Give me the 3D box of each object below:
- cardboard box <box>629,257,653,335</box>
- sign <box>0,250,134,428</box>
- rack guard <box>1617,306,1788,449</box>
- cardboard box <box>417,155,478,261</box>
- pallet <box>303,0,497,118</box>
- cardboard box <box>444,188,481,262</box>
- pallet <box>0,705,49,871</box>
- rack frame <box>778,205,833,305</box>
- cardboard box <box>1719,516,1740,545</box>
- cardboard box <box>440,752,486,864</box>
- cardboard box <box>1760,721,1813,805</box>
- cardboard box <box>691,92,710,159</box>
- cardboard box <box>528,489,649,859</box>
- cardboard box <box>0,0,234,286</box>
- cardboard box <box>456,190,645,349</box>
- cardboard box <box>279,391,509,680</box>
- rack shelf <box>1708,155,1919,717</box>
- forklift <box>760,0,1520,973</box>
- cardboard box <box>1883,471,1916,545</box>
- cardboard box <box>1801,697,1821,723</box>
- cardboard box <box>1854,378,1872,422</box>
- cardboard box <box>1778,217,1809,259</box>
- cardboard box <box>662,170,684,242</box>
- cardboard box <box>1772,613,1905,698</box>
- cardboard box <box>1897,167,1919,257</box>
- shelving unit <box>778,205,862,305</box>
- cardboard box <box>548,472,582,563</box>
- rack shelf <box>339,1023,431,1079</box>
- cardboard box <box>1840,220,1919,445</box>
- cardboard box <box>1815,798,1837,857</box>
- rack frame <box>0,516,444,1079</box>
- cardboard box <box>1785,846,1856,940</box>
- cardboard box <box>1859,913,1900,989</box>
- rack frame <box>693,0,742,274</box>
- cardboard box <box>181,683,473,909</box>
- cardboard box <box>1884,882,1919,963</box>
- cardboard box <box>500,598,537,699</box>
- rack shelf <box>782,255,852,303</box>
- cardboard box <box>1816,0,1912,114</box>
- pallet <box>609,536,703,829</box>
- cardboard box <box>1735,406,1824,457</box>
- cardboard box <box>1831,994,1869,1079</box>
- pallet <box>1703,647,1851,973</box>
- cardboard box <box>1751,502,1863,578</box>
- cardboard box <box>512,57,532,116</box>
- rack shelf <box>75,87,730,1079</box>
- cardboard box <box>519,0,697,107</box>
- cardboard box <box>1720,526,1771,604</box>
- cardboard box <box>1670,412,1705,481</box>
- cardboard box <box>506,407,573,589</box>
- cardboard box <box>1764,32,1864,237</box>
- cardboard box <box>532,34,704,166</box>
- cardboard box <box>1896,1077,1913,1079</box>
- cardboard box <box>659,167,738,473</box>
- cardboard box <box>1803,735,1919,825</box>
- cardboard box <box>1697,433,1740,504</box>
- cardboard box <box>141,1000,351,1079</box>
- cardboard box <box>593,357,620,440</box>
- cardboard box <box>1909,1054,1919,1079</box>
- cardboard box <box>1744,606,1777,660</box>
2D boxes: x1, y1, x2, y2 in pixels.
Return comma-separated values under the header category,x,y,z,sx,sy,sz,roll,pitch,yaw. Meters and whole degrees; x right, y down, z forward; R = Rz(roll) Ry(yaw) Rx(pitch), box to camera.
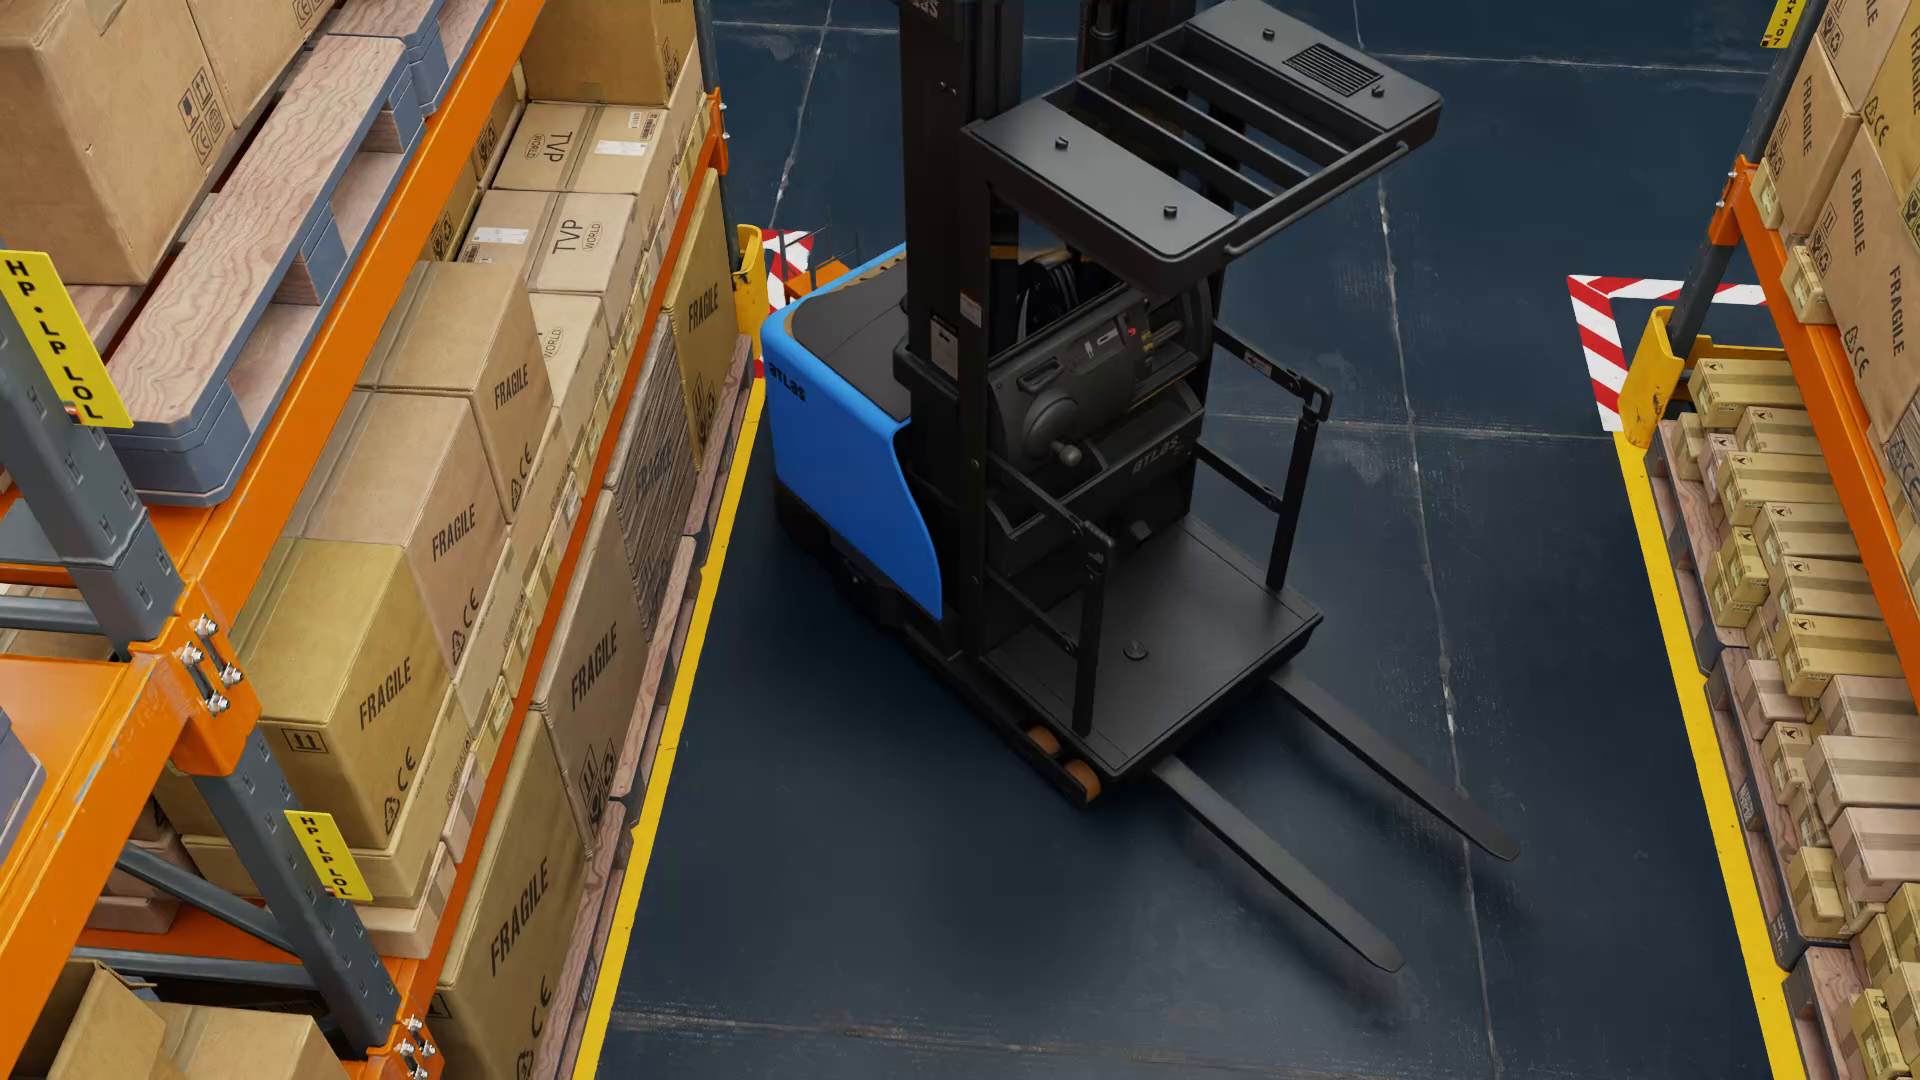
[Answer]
category,x,y,z,sx,sy,sz,roll,pitch,yaw
cardboard box,-1.262,-0.839,5.654,0.380,0.149,0.250,3,48,3
sign,-1.289,-0.282,2.379,0.100,0.325,0.005,4,48,4
rack guard,3.457,-0.651,7.006,1.175,0.500,0.348,4,48,4
cardboard box,-1.866,-1.178,5.186,0.500,0.500,0.500,3,48,2
pallet,-1.632,-1.495,4.112,1.003,0.211,1.213,4,48,4
cardboard box,-1.869,-0.922,5.460,0.500,0.250,0.500,2,48,2
pallet,-1.865,0.711,2.164,0.805,0.209,1.217,2,48,2
rack frame,-0.584,-0.799,6.668,0.240,1.200,0.006,-33,56,-27
cardboard box,3.139,0.015,6.351,0.380,0.149,0.250,4,48,4
cardboard box,-1.449,0.678,4.267,0.380,0.149,0.250,2,48,2
cardboard box,2.970,0.772,5.659,0.380,0.149,0.250,4,48,4
cardboard box,-1.171,-1.589,6.341,0.380,0.149,0.250,5,48,4
cardboard box,-1.609,0.416,5.492,0.875,0.875,0.875,4,48,4
cardboard box,-1.819,-0.819,3.014,0.700,0.500,0.500,1,48,1
cardboard box,-1.339,-0.887,5.428,0.500,0.250,0.500,2,48,2
cardboard box,-1.480,-0.017,4.125,0.500,0.500,0.500,4,48,4
rack shelf,3.282,0.162,5.056,1.077,0.370,4.000,4,48,4
forklift,0.607,-0.482,5.204,1.130,2.935,3.031,-33,56,-27
cardboard box,3.017,-0.099,4.978,0.380,0.149,0.250,5,48,5
cardboard box,3.101,0.506,5.700,0.380,0.149,0.250,6,48,6
cardboard box,3.112,-0.468,5.315,0.380,0.149,0.250,3,48,3
cardboard box,3.126,-1.059,5.856,0.380,0.149,0.250,5,48,5
cardboard box,-1.217,-1.213,5.997,0.380,0.149,0.250,4,48,4
cardboard box,2.978,0.400,5.595,0.380,0.149,0.250,5,48,4
cardboard box,3.049,-0.958,4.646,0.500,0.500,0.500,3,48,3
shelving unit,-0.523,-0.749,6.622,0.258,1.200,0.189,-33,56,-27
cardboard box,-1.355,-0.081,4.962,0.380,0.149,0.250,4,48,4
rack shelf,-2.013,2.694,2.741,1.077,0.370,4.000,4,48,4
cardboard box,3.067,-0.619,5.014,0.500,0.500,0.500,4,48,4
cardboard box,2.999,0.897,5.343,0.380,0.149,0.250,2,48,2
rack frame,-1.831,0.982,3.819,1.000,3.000,0.127,4,48,4
cardboard box,2.890,1.138,5.324,0.380,0.149,0.250,4,48,3
cardboard box,2.951,1.281,4.991,0.380,0.149,0.250,4,48,4
rack frame,-1.466,-1.958,6.508,1.000,3.000,0.127,4,48,4
cardboard box,-1.527,0.604,4.065,0.500,0.250,0.500,3,48,3
cardboard box,2.973,1.171,4.891,0.380,0.149,0.250,5,48,5
cardboard box,-1.403,0.291,4.621,0.380,0.149,0.250,3,48,2
rack shelf,-0.523,-0.962,6.389,0.258,0.103,0.180,-33,56,-27
cardboard box,3.159,-1.710,5.334,0.500,0.500,0.500,4,48,3
pallet,-1.575,0.470,6.177,1.003,0.211,1.213,4,48,4
cardboard box,3.173,-0.357,6.288,0.380,0.149,0.250,5,48,4
cardboard box,2.863,1.515,4.979,0.380,0.149,0.250,2,48,2
pallet,3.234,0.936,5.751,1.003,0.211,1.213,4,48,4
cardboard box,3.082,0.007,5.955,0.380,0.149,0.250,2,48,2
cardboard box,-1.779,-1.673,6.147,0.500,0.250,0.500,3,48,2
rack shelf,-1.648,-0.245,5.429,1.077,0.370,4.000,4,48,4
cardboard box,-1.249,-1.885,5.833,0.500,0.500,0.500,4,48,4
cardboard box,3.014,0.102,6.070,0.380,0.149,0.250,5,48,5
cardboard box,3.097,-0.366,6.699,0.380,0.149,0.250,5,48,4
cardboard box,-1.435,-0.142,4.747,0.500,0.250,0.500,5,48,4
cardboard box,3.148,-1.373,5.703,0.500,0.500,0.500,6,48,5
cardboard box,-1.246,-1.634,6.111,0.500,0.250,0.500,3,48,3
cardboard box,2.824,1.657,4.648,0.380,0.149,0.250,2,48,2
cardboard box,-1.445,-0.907,6.702,0.875,0.875,0.875,4,48,4
cardboard box,2.918,0.767,5.260,0.380,0.149,0.250,2,48,2
cardboard box,3.079,-0.265,6.405,0.380,0.149,0.250,4,48,3
cardboard box,-1.601,1.310,3.451,0.500,0.500,0.500,4,48,4
cardboard box,-1.310,-0.466,5.314,0.380,0.149,0.250,5,48,4
cardboard box,2.856,1.540,4.553,0.380,0.149,0.250,4,48,4
cardboard box,3.079,0.389,6.009,0.380,0.149,0.250,4,48,4
